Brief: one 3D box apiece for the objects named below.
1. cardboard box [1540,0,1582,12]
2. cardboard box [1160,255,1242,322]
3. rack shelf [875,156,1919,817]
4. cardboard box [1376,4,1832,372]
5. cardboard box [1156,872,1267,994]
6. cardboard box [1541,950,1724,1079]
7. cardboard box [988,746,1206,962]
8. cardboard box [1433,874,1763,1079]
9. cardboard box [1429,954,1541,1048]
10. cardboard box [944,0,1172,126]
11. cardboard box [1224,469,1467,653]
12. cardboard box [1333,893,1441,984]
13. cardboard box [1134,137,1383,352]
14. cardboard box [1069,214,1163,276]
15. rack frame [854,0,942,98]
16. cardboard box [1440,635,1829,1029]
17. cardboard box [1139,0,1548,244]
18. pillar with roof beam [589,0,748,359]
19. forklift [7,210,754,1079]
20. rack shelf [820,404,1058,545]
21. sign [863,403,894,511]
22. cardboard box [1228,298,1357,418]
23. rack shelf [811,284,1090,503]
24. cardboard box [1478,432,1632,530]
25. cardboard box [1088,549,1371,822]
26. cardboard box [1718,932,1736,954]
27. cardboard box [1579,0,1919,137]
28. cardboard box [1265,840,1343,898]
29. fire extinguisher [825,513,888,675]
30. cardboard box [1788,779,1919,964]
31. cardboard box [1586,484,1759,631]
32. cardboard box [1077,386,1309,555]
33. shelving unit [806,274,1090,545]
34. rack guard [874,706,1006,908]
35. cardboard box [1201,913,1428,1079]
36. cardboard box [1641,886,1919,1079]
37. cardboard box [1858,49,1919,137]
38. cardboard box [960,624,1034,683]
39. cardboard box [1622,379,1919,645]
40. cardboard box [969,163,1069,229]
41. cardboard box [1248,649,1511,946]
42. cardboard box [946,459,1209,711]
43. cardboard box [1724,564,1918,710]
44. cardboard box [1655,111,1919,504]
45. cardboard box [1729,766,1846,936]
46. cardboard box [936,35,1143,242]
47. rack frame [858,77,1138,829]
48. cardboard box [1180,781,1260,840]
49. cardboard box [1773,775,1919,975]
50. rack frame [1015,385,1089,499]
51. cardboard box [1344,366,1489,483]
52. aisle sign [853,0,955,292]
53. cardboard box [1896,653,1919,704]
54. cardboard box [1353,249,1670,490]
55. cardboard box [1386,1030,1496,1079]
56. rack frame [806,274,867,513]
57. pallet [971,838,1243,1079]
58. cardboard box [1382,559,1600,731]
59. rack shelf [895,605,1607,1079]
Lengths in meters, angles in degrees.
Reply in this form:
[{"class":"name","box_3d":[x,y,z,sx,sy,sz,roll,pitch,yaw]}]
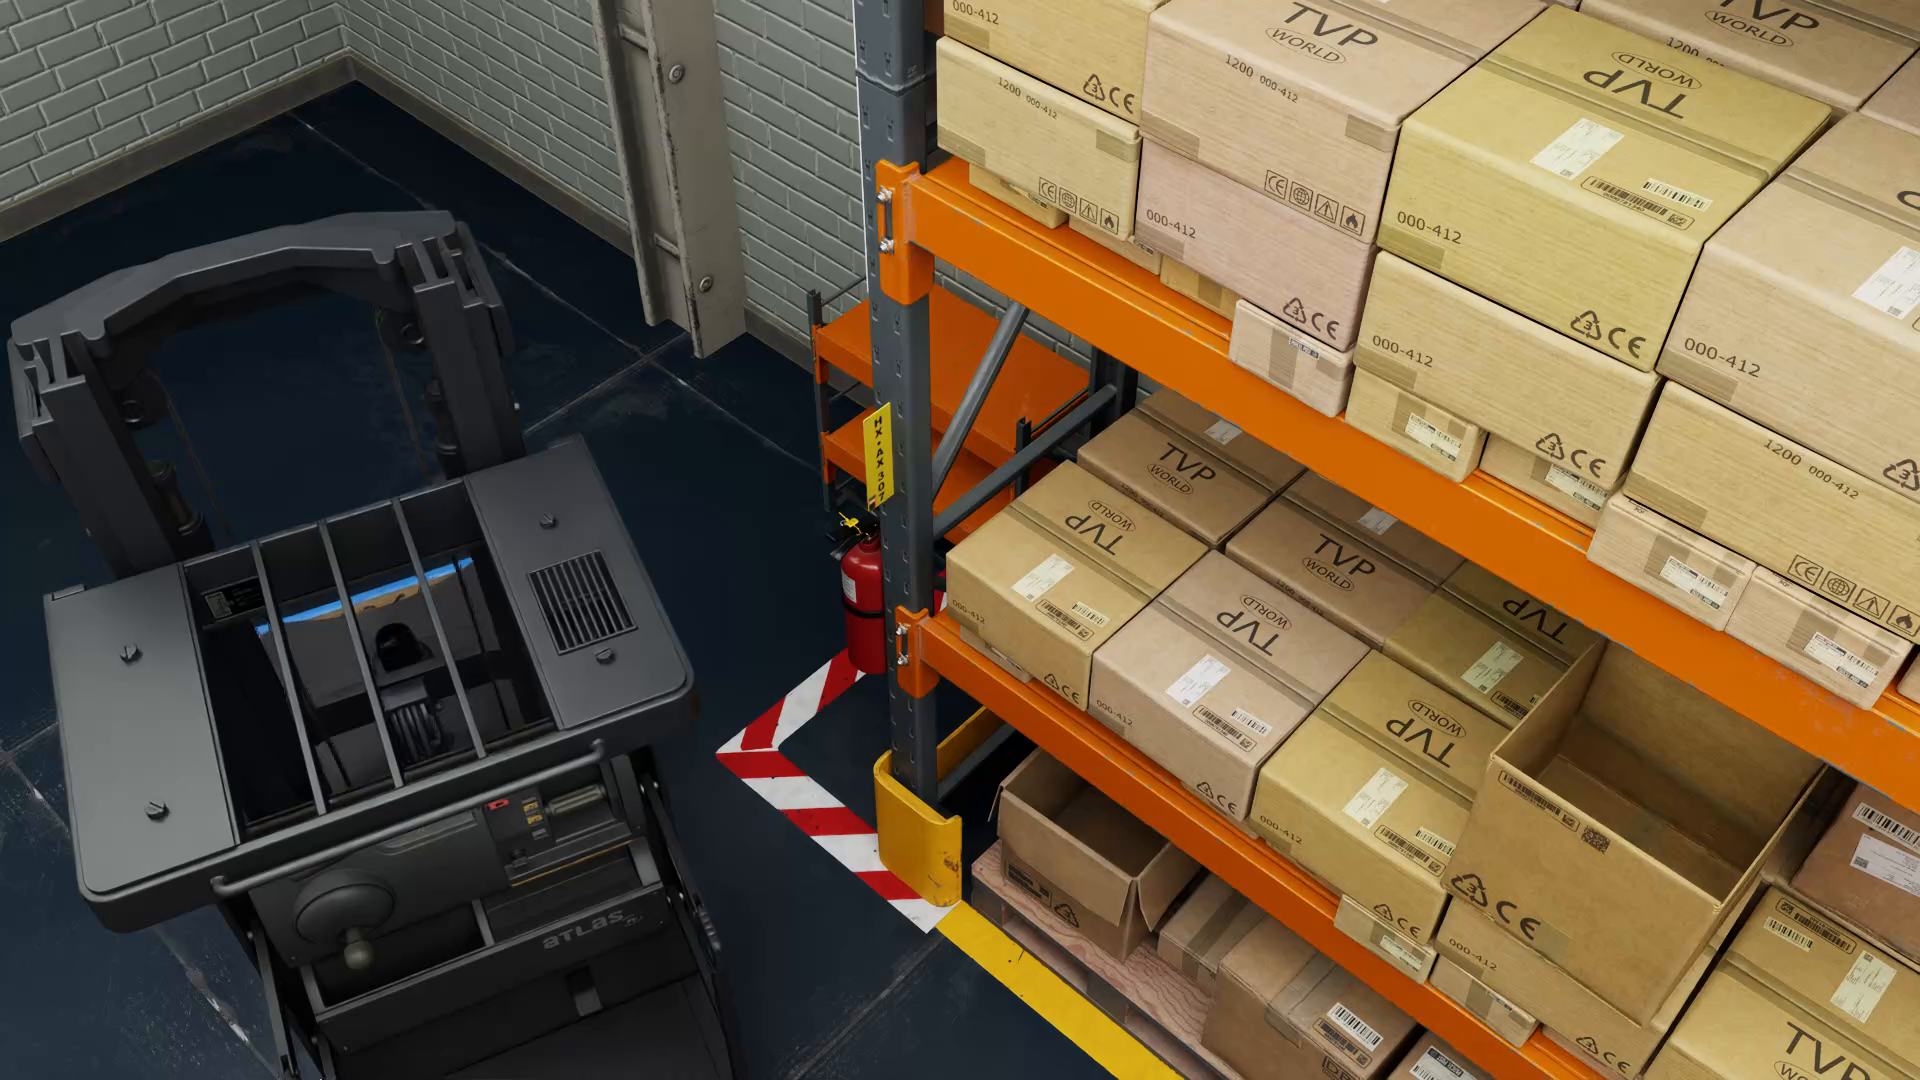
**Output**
[{"class":"cardboard box","box_3d":[1.059,-1.128,3.249,0.500,0.250,0.500,32,55,27]},{"class":"cardboard box","box_3d":[0.625,-0.614,3.384,0.250,0.149,0.380,34,56,28]},{"class":"rack shelf","box_3d":[1.631,0.001,3.127,4.000,0.370,1.077,34,55,28]},{"class":"cardboard box","box_3d":[1.056,-0.599,2.753,0.500,0.250,0.500,33,55,27]},{"class":"cardboard box","box_3d":[0.832,1.209,5.225,0.250,0.149,0.380,32,54,26]},{"class":"cardboard box","box_3d":[1.573,1.062,3.868,0.250,0.149,0.380,34,55,28]},{"class":"cardboard box","box_3d":[0.546,0.857,5.312,0.637,0.503,0.797,32,54,26]},{"class":"cardboard box","box_3d":[1.447,0.851,3.793,0.500,0.250,0.500,33,55,27]},{"class":"cardboard box","box_3d":[1.337,0.971,3.953,0.250,0.149,0.380,35,56,28]},{"class":"cardboard box","box_3d":[0.317,-1.101,3.225,0.500,0.250,0.500,33,55,27]},{"class":"cardboard box","box_3d":[1.057,0.083,4.513,0.500,0.250,0.500,34,55,28]},{"class":"cardboard box","box_3d":[1.129,0.852,4.065,0.250,0.149,0.380,32,55,27]},{"class":"cardboard box","box_3d":[0.689,-0.678,3.170,0.500,0.250,0.500,35,56,28]},{"class":"cardboard box","box_3d":[0.448,-0.750,3.511,0.250,0.149,0.380,35,56,28]},{"class":"rack frame","box_3d":[0.161,-2.260,2.700,0.127,3.000,1.000,34,55,28]},{"class":"cardboard box","box_3d":[1.414,0.596,3.517,0.500,0.500,0.500,35,56,28]},{"class":"cardboard box","box_3d":[0.678,-0.840,2.979,0.500,0.250,0.500,34,55,27]},{"class":"pillar with roof beam","box_3d":[-4.129,-1.770,2.239,0.400,9.000,9.100,34,55,28]},{"class":"forklift","box_3d":[-1.165,0.843,3.948,1.130,2.935,3.031,-19,50,-17]},{"class":"rack shelf","box_3d":[-0.005,-0.220,6.520,1.000,0.278,0.538,34,55,28]},{"class":"sign","box_3d":[-0.207,-0.213,4.298,0.005,0.325,0.100,34,55,28]},{"class":"cardboard box","box_3d":[0.738,-0.436,3.216,0.250,0.149,0.380,35,56,28]},{"class":"rack shelf","box_3d":[-0.005,-0.588,6.129,1.000,0.278,0.538,34,55,28]},{"class":"cardboard box","box_3d":[1.159,-0.221,3.014,0.250,0.149,0.380,33,55,27]},{"class":"cardboard box","box_3d":[0.682,0.360,4.253,0.500,0.250,0.500,35,56,28]},{"class":"cardboard box","box_3d":[1.876,0.807,4.107,0.250,0.149,0.380,36,56,29]},{"class":"cardboard box","box_3d":[1.444,-0.878,3.015,0.500,0.250,0.500,34,56,28]},{"class":"cardboard box","box_3d":[0.995,0.687,4.220,0.250,0.149,0.380,35,56,28]},{"class":"fire extinguisher","box_3d":[-0.261,0.122,4.887,0.183,0.674,0.296,34,55,28]},{"class":"cardboard box","box_3d":[2.186,0.585,3.528,0.500,0.500,0.500,32,55,27]},{"class":"cardboard box","box_3d":[1.298,-0.056,2.859,0.250,0.149,0.380,34,55,28]},{"class":"cardboard box","box_3d":[0.679,-0.172,4.753,0.500,0.250,0.500,36,56,29]},{"class":"shelving unit","box_3d":[-0.005,-0.387,6.342,1.048,1.125,0.538,34,55,28]},{"class":"rack guard","box_3d":[0.217,0.686,5.763,0.348,0.500,1.175,34,55,28]},{"class":"cardboard box","box_3d":[1.148,1.302,4.897,0.700,0.500,0.500,-36,56,-29]},{"class":"cardboard box","box_3d":[1.825,1.106,3.553,0.500,0.250,0.500,34,55,27]},{"class":"cardboard box","box_3d":[1.794,-0.617,2.770,0.500,0.250,0.500,34,55,28]},{"class":"cardboard box","box_3d":[0.216,0.189,4.688,0.250,0.149,0.380,34,55,27]},{"class":"cardboard box","box_3d":[1.453,-0.175,2.698,0.500,0.250,0.500,33,55,27]},{"class":"cardboard box","box_3d":[0.237,-0.866,3.620,0.250,0.149,0.380,35,56,28]},{"class":"cardboard box","box_3d":[1.057,0.609,4.019,0.500,0.250,0.500,33,55,27]},{"class":"cardboard box","box_3d":[0.312,0.111,4.487,0.500,0.250,0.500,34,56,28]},{"class":"cardboard box","box_3d":[1.484,0.065,2.746,0.250,0.149,0.380,35,56,28]},{"class":"cardboard box","box_3d":[1.437,-0.352,2.521,0.500,0.250,0.500,35,56,29]},{"class":"cardboard box","box_3d":[1.802,0.589,4.038,0.500,0.250,0.500,34,55,28]},{"class":"cardboard box","box_3d":[0.302,-0.918,3.396,0.500,0.250,0.500,33,55,27]},{"class":"rack frame","box_3d":[0.161,-0.207,4.887,0.127,3.000,1.000,34,55,28]},{"class":"cardboard box","box_3d":[0.796,0.559,4.340,0.250,0.149,0.380,36,56,29]},{"class":"cardboard box","box_3d":[2.168,0.830,3.812,0.500,0.250,0.500,35,56,28]},{"class":"rack frame","box_3d":[0.369,-0.137,6.107,0.032,1.125,0.500,34,55,28]},{"class":"cardboard box","box_3d":[0.935,-0.310,3.098,0.250,0.149,0.380,34,55,28]},{"class":"aisle sign","box_3d":[-0.088,-0.973,3.823,0.004,0.787,0.394,34,55,28]},{"class":"cardboard box","box_3d":[1.723,0.157,2.659,0.250,0.149,0.380,34,56,28]},{"class":"cardboard box","box_3d":[1.057,-0.418,2.927,0.500,0.250,0.500,32,55,27]},{"class":"cardboard box","box_3d":[1.469,1.617,4.601,0.500,0.500,0.500,35,56,28]},{"class":"rack frame","box_3d":[-0.380,-0.638,6.578,0.032,1.125,0.500,34,55,28]},{"class":"pallet","box_3d":[0.803,1.179,5.499,1.213,0.211,1.003,34,55,28]},{"class":"cardboard box","box_3d":[1.418,0.331,4.281,0.500,0.250,0.500,36,56,29]},{"class":"rack shelf","box_3d":[1.631,1.028,4.221,4.000,0.370,1.077,34,55,28]}]
